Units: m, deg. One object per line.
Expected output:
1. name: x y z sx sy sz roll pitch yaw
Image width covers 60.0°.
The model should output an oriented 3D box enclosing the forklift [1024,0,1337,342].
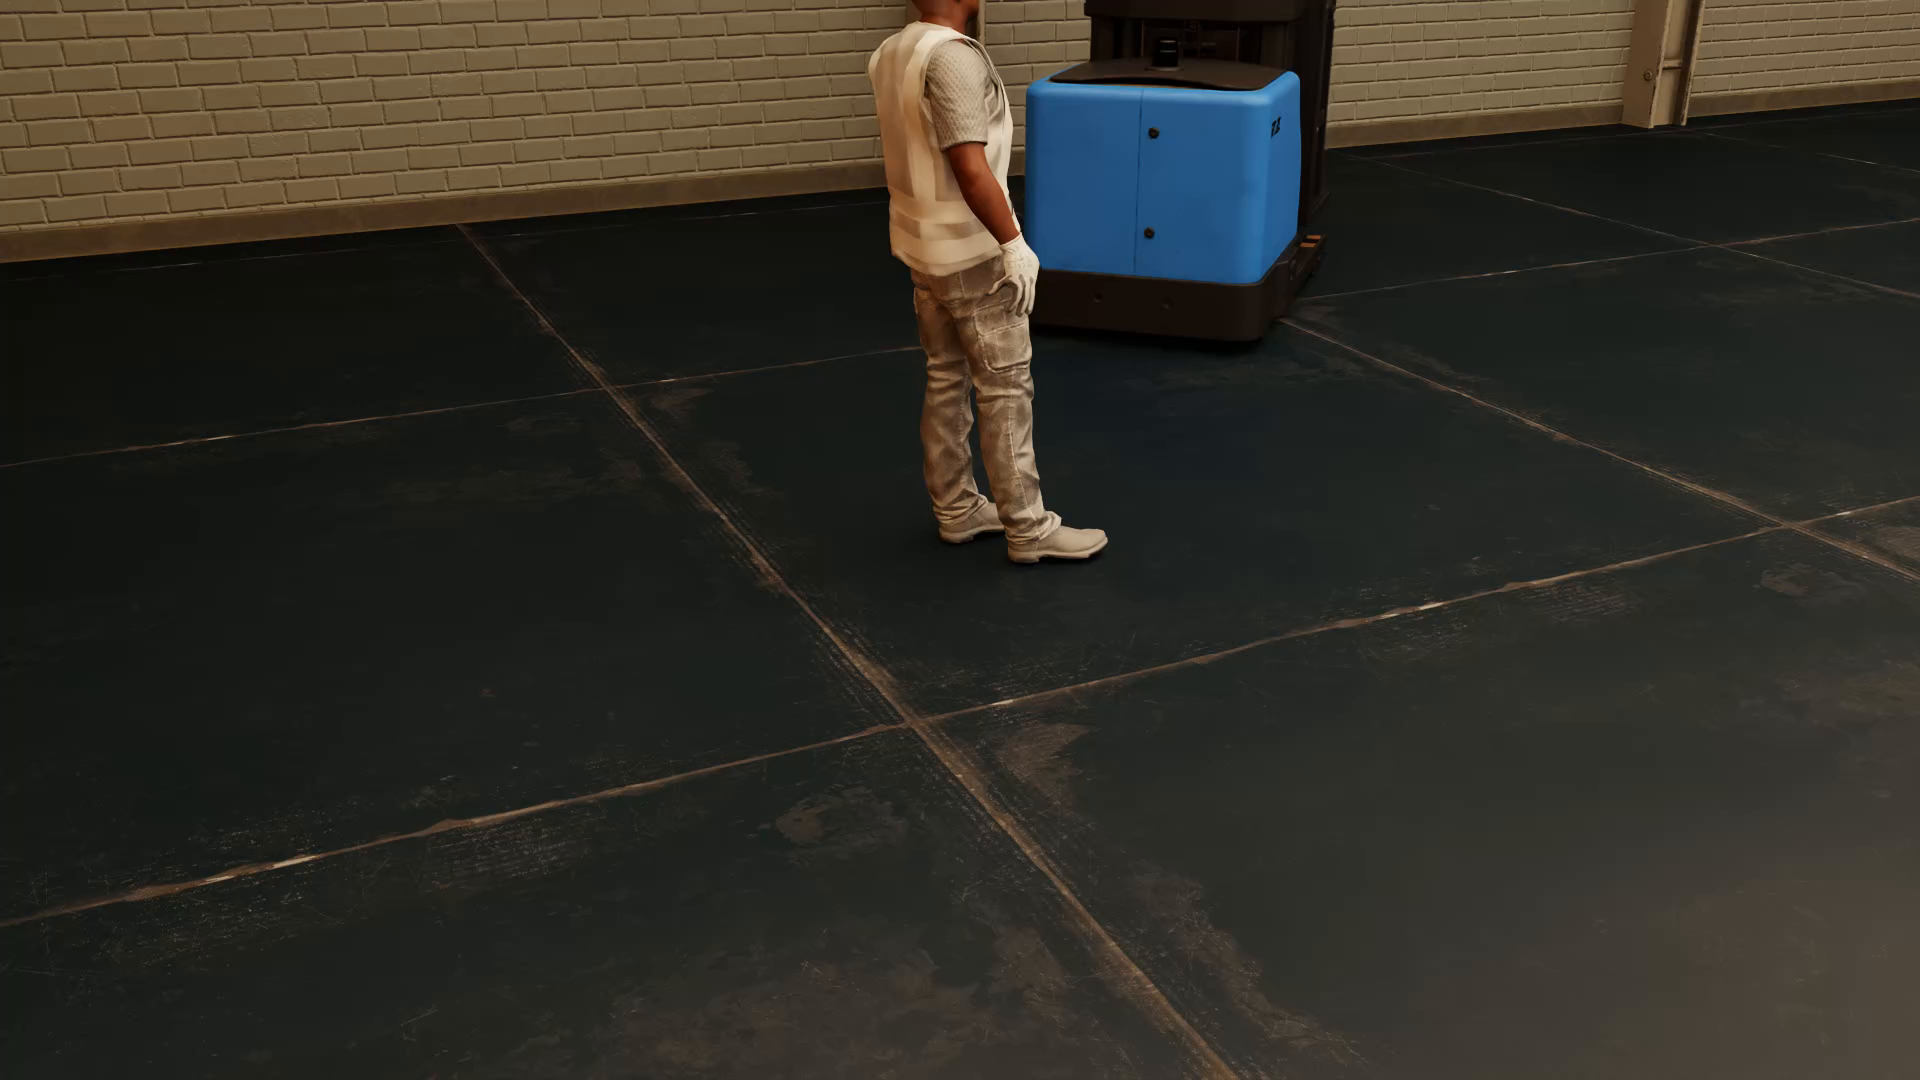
1. forklift: 1.228 -2.711 7.812 1.130 2.935 3.031 8 24 18

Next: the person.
1. person: 0.069 -0.839 4.782 0.576 1.783 0.657 -10 25 -23
